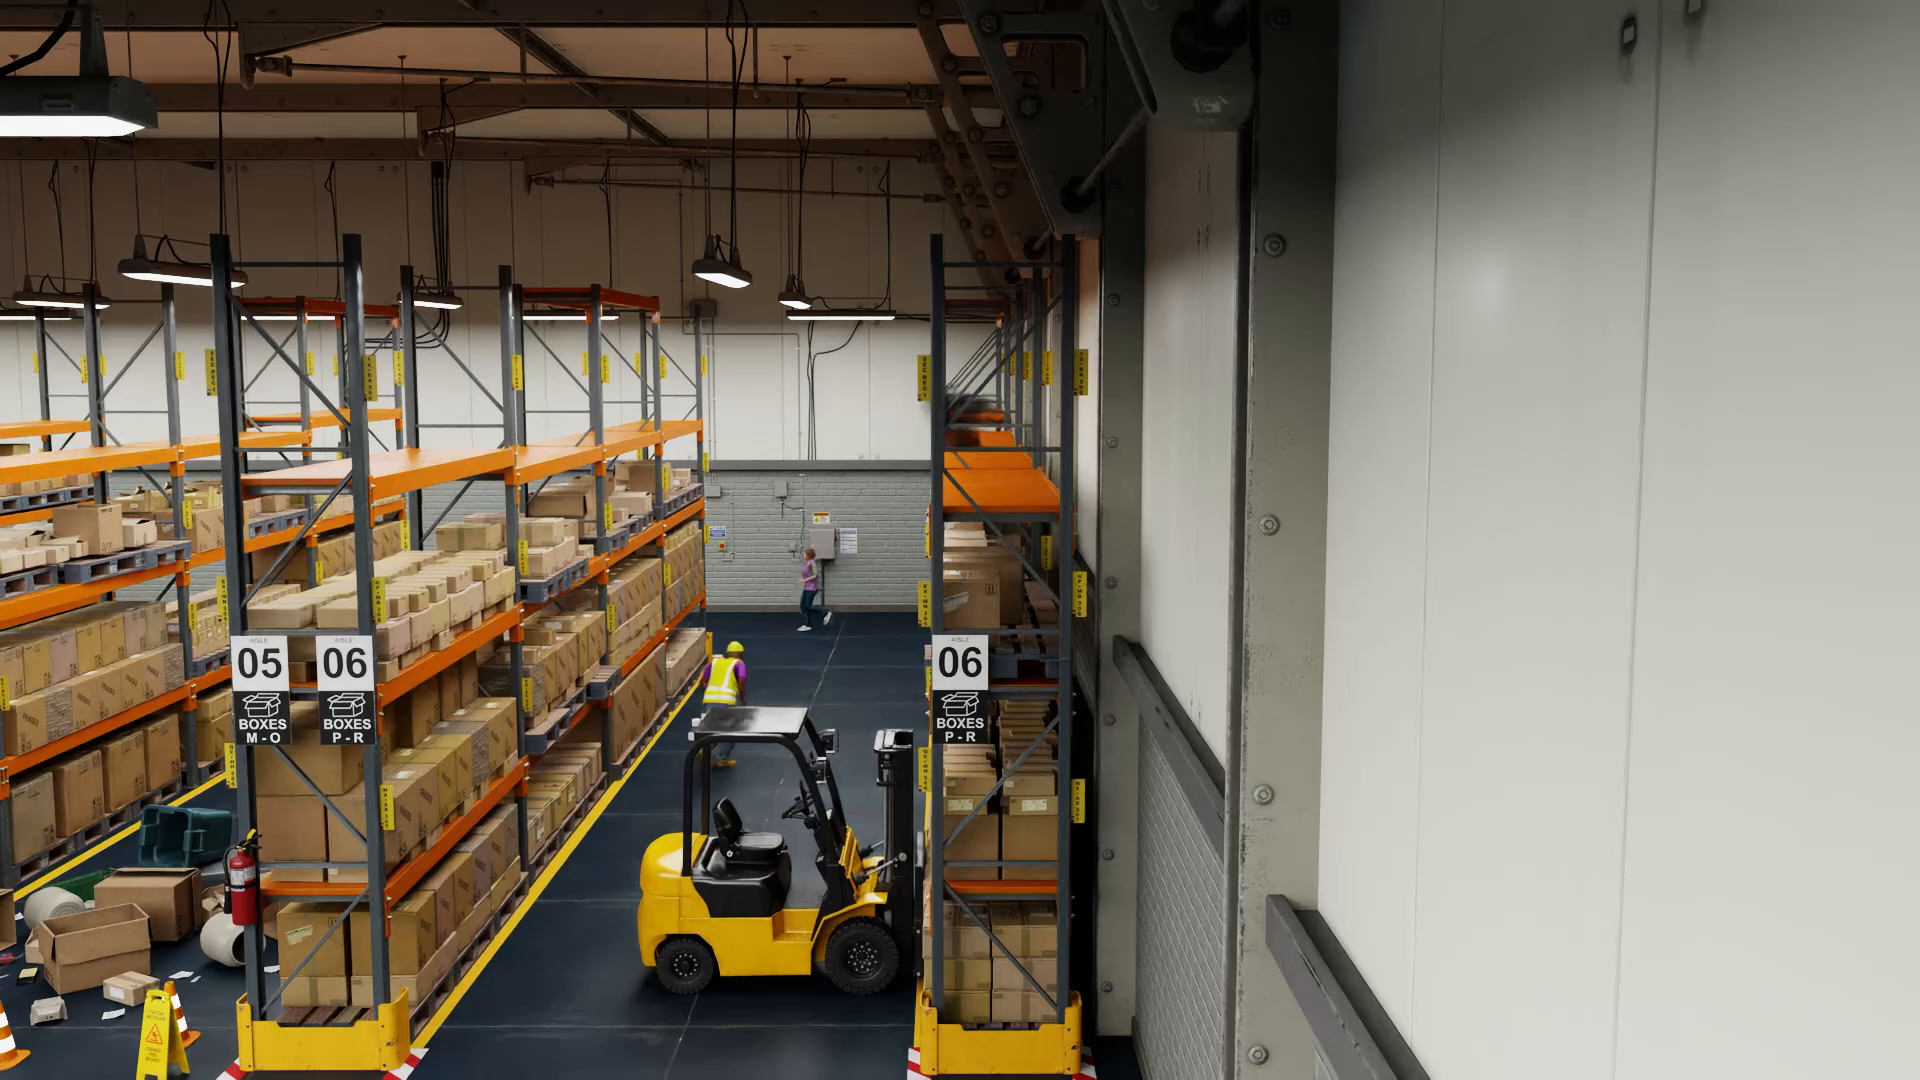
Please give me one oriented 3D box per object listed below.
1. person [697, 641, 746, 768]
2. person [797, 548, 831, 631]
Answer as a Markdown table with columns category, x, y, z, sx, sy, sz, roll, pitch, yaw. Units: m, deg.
| category | x | y | z | sx | sy | sz | roll | pitch | yaw |
| --- | --- | --- | --- | --- | --- | --- | --- | --- | --- |
| person | -3.024 | 2.105 | 20.873 | 0.696 | 1.565 | 1.129 | 3 | 7 | 23 |
| person | -2.774 | 0.927 | 31.356 | 0.670 | 1.562 | 0.540 | -2 | 7 | -17 |
